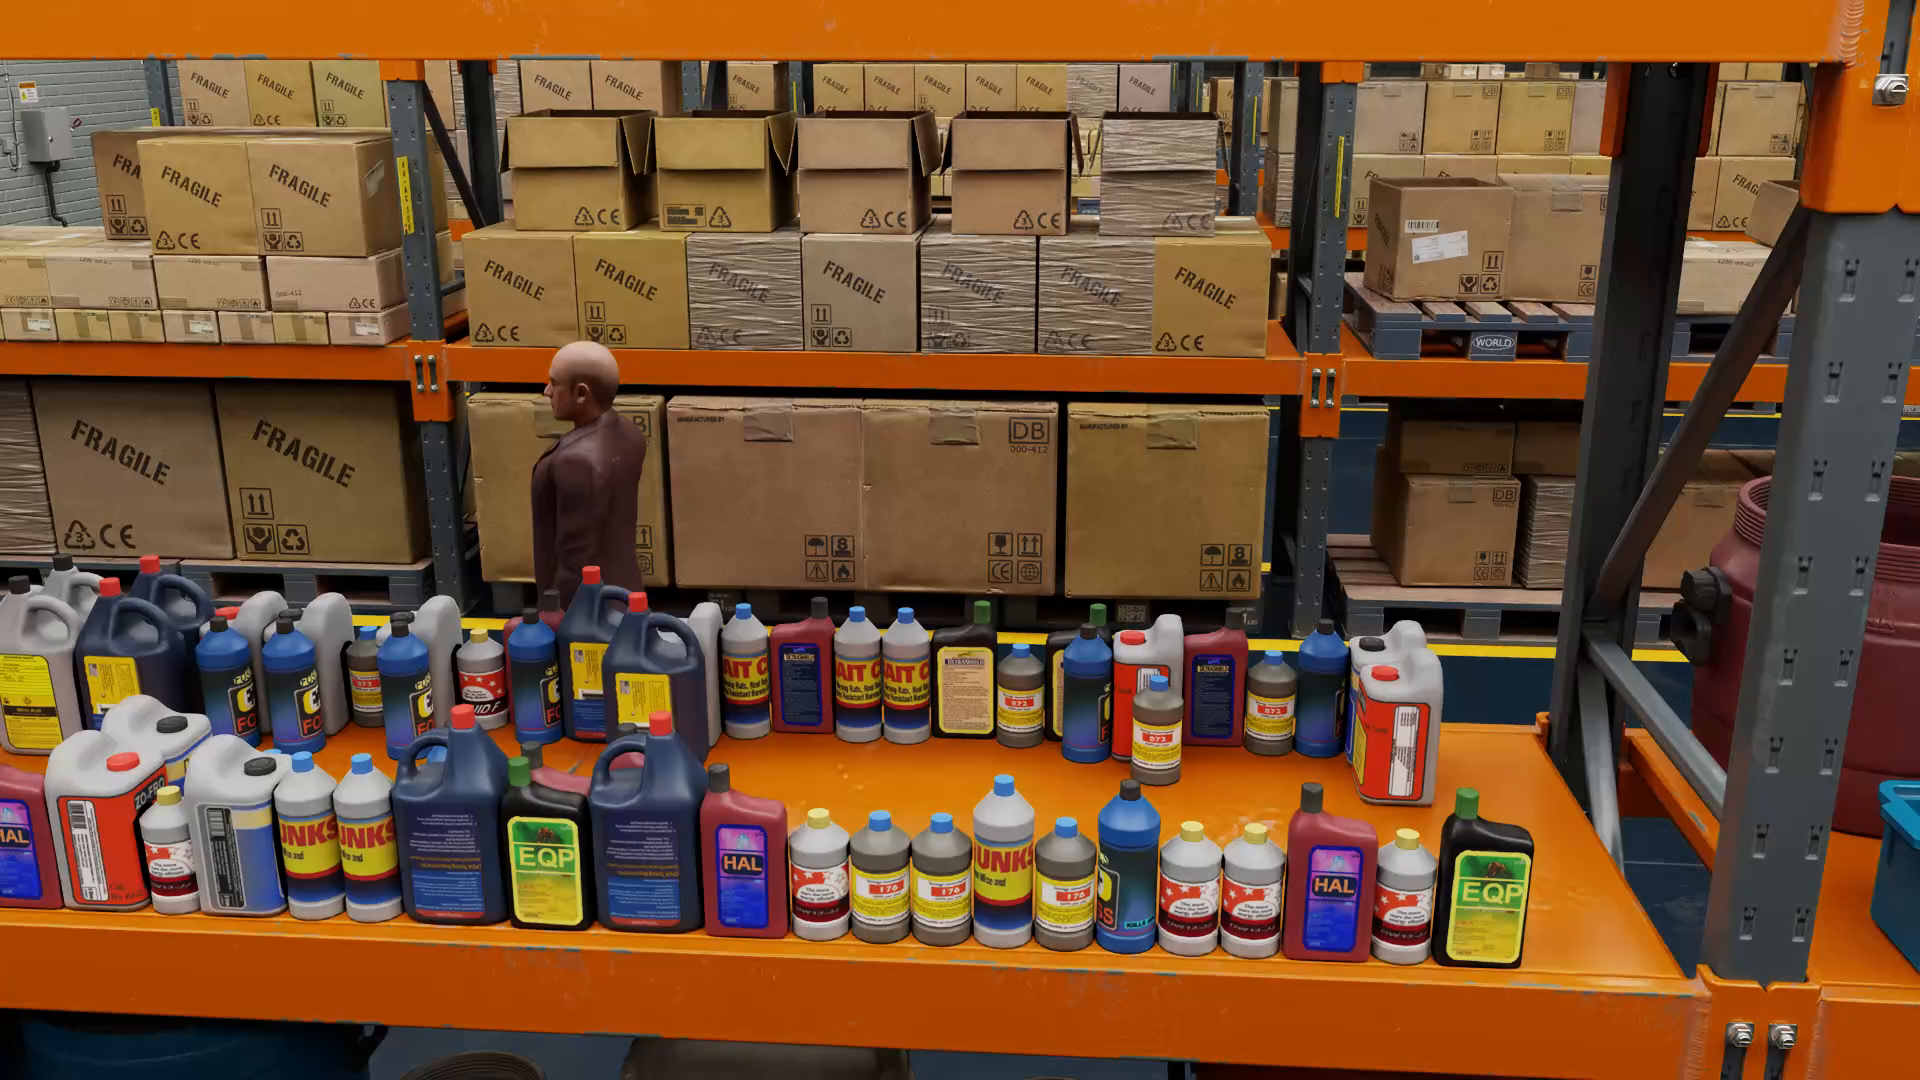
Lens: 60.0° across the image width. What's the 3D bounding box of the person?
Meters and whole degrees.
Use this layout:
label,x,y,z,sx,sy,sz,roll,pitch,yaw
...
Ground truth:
label,x,y,z,sx,sy,sz,roll,pitch,yaw
person,-1.172,0.252,5.263,0.376,1.779,0.561,2,17,5
